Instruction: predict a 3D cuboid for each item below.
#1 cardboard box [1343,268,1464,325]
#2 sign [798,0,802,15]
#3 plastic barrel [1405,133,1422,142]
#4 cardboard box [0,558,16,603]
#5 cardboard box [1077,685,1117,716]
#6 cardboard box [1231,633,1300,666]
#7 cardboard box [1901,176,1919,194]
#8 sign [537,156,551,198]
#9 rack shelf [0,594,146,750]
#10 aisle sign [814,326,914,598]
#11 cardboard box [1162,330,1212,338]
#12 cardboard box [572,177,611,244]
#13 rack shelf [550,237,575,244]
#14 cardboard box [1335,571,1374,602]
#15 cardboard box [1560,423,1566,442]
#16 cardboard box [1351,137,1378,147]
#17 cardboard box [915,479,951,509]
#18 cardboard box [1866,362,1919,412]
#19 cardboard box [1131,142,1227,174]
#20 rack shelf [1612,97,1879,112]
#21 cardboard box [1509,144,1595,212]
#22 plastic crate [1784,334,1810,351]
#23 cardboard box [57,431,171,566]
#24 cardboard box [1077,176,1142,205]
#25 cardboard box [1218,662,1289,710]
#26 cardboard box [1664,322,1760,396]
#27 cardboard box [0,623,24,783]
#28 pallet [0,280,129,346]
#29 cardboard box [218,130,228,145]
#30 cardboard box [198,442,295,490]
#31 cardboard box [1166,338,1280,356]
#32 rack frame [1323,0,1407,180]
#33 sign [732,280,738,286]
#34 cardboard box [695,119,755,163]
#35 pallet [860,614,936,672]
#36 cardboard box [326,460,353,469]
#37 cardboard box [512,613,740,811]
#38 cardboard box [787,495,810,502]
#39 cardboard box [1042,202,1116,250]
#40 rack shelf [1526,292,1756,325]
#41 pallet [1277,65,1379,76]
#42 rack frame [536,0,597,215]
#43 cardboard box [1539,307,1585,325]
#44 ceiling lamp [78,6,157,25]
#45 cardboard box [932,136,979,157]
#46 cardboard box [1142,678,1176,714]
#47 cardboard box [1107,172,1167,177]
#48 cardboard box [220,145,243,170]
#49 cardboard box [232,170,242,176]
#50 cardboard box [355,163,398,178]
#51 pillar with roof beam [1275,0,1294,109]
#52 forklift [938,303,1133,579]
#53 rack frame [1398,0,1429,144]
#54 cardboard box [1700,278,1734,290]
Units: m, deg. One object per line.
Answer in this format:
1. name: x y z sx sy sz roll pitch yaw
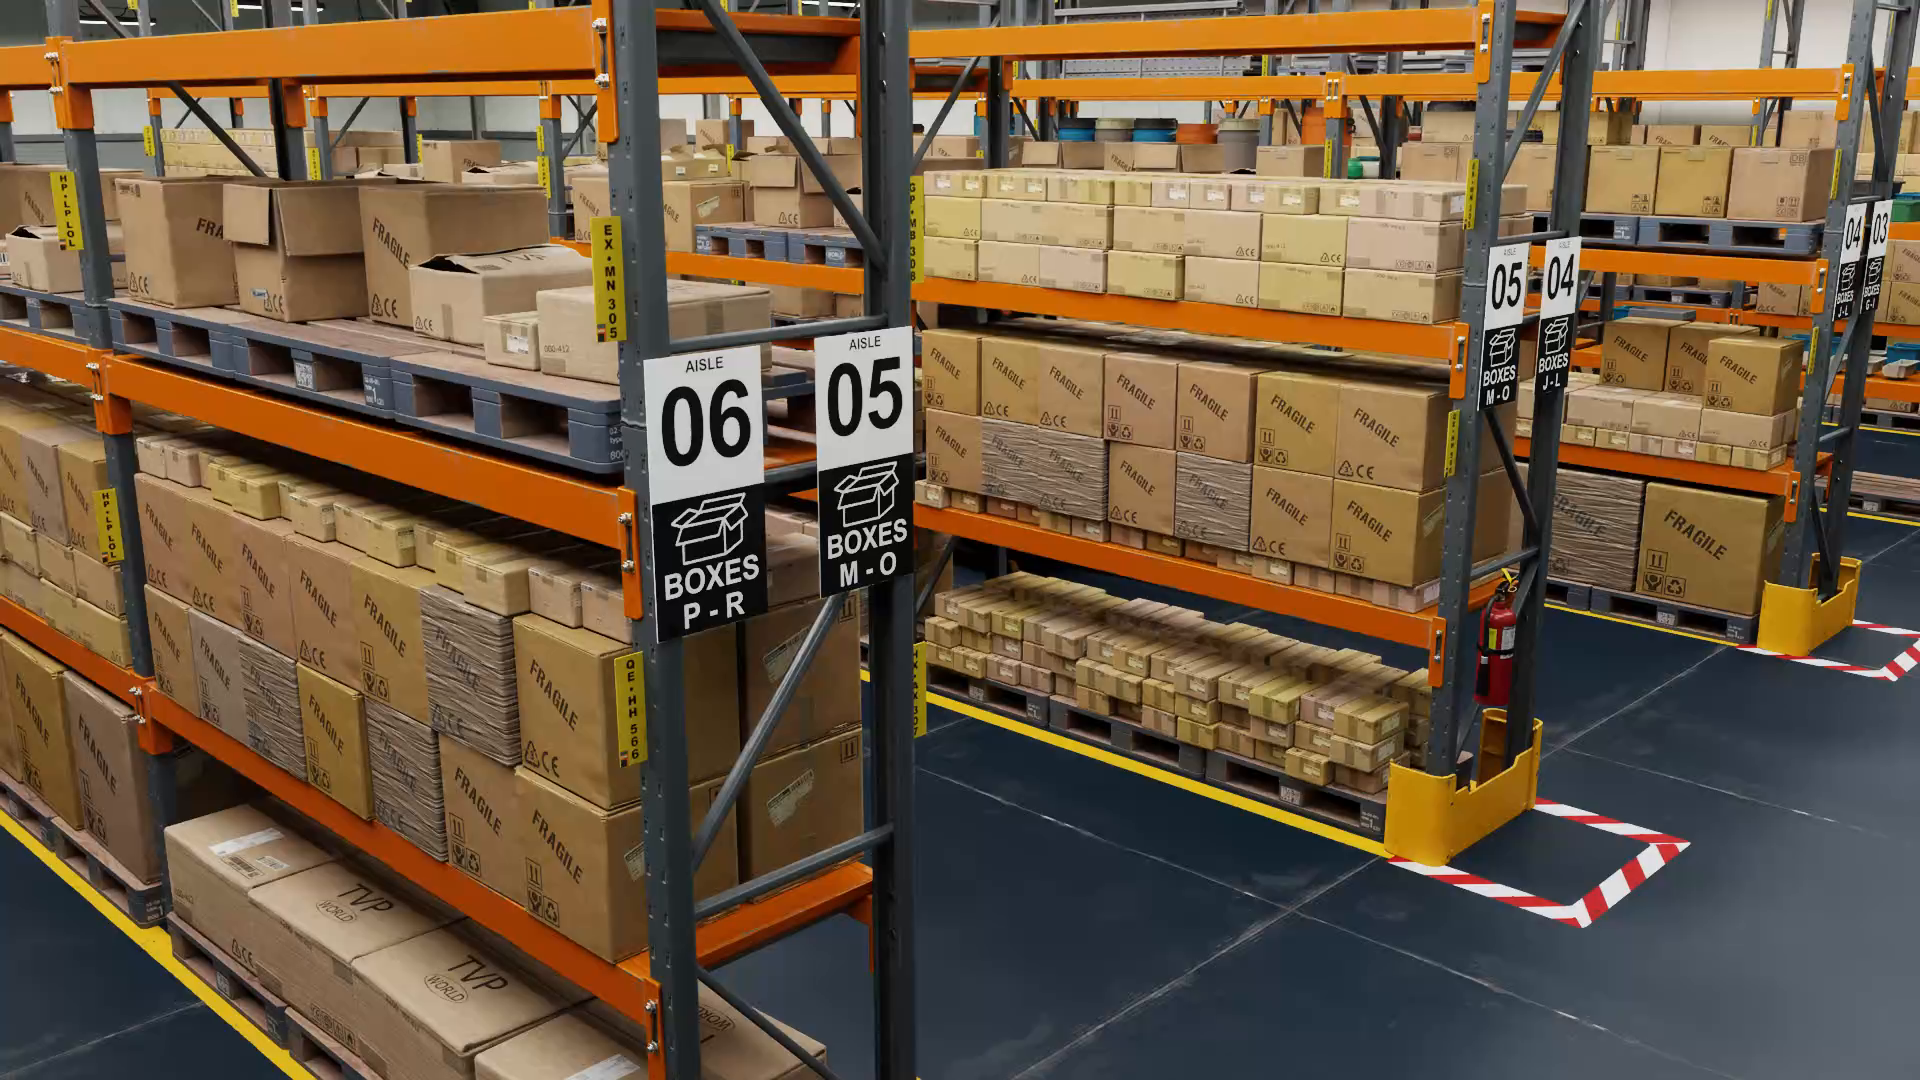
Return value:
1. cardboard box: 2.314 -1.268 8.518 0.500 0.250 0.500 13 20 41
2. sign: -1.917 -6.374 19.699 0.005 0.325 0.100 14 20 42
3. plastic barrel: 5.400 -4.477 19.433 0.433 0.535 0.433 0 15 0
4. cardboard box: -5.006 0.127 9.110 0.500 0.250 0.500 14 20 42
5. cardboard box: 0.947 0.960 10.437 0.250 0.149 0.380 13 19 41
6. cardboard box: 1.880 0.705 10.237 0.380 0.149 0.250 -14 20 -42
7. cardboard box: 11.596 -4.224 19.861 0.500 0.250 0.500 14 20 42
8. sign: -3.325 -2.899 13.295 0.005 0.325 0.100 14 20 42
9. rack shelf: -4.857 0.356 9.360 4.000 0.370 1.077 14 20 42
10. aisle sign: -0.285 -0.240 5.065 0.004 0.787 0.394 14 20 42
11. cardboard box: 2.202 -1.699 15.624 0.500 0.500 0.500 13 20 42
12. cardboard box: -2.708 -2.610 13.169 0.500 0.500 0.500 14 20 42
13. rack shelf: -4.374 -2.711 15.185 4.000 0.370 1.077 14 20 42
14. cardboard box: 2.241 0.208 9.003 0.250 0.149 0.380 14 20 42
15. cardboard box: 4.755 -0.889 13.211 0.380 0.149 0.250 -14 20 -43
16. cardboard box: 7.479 -7.091 30.330 0.500 0.500 0.500 -14 20 -43
17. cardboard box: -0.078 -0.327 11.056 0.380 0.149 0.250 -14 20 -42
18. cardboard box: 11.696 -1.915 20.729 0.637 0.503 0.797 14 20 42
19. cardboard box: 2.067 -3.492 15.715 0.637 0.503 0.797 13 20 41
20. rack shelf: 12.336 -6.849 25.910 4.000 0.370 1.077 14 20 42
21. cardboard box: 4.728 -2.854 13.075 0.700 0.500 0.500 -13 20 -42
22. plastic crate: 8.665 -1.973 17.088 0.300 0.233 0.416 14 20 42
23. cardboard box: -3.914 -0.207 7.913 0.500 0.500 0.500 -14 20 -42
24. cardboard box: 0.900 -2.038 9.689 0.380 0.149 0.250 -13 20 -41
25. cardboard box: 1.710 0.850 9.679 0.250 0.149 0.380 13 19 40
26. cardboard box: 5.822 -1.395 12.876 0.500 0.500 0.500 13 19 41
27. cardboard box: -5.218 0.776 9.704 0.875 0.875 0.875 14 20 43
28. pallet: -4.112 -1.152 8.154 1.217 0.209 0.805 13 19 40
29. cardboard box: -7.575 -4.242 17.518 0.250 0.149 0.380 14 20 43
30. cardboard box: -2.961 -0.307 7.010 0.250 0.149 0.380 13 20 42
31. cardboard box: 1.590 -0.932 10.105 0.500 0.500 0.500 13 19 40
32. rack frame: 3.461 -4.344 14.073 0.127 3.000 1.000 14 20 42
33. sign: -2.669 -3.160 19.711 0.005 0.325 0.100 14 20 42
34. cardboard box: -2.799 -4.759 19.836 0.500 0.500 0.500 13 19 41
35. pallet: -0.616 0.655 12.316 1.213 0.211 1.003 14 20 42
36. cardboard box: -2.493 -0.339 7.136 0.250 0.149 0.380 13 20 42
37. cardboard box: -1.050 0.485 5.259 0.500 0.500 0.500 -14 20 -42
38. cardboard box: -1.152 -0.275 12.992 0.500 0.250 0.500 -14 20 -42
39. cardboard box: 0.833 -1.872 9.844 0.500 0.250 0.500 -14 20 -43
40. rack shelf: 8.900 -3.240 23.162 4.000 0.370 1.077 14 20 42
41. pallet: 4.517 -5.526 19.779 1.003 0.211 1.213 14 20 42
42. rack frame: -2.934 -4.161 13.373 0.127 3.000 1.000 14 20 42
43. cardboard box: 10.341 -3.958 28.575 0.500 0.500 0.700 14 20 43
44. ceiling lamp: -21.111 -14.342 40.868 0.800 3.185 2.000 14 20 42
45. cardboard box: 0.064 -3.921 17.209 0.500 0.500 0.500 -14 20 -43
46. cardboard box: 1.318 0.907 10.052 0.380 0.149 0.250 -13 20 -41
47. cardboard box: 1.117 -2.186 10.256 0.250 0.149 0.380 13 19 40
48. cardboard box: -7.433 -4.037 17.521 0.500 0.250 0.500 14 20 42
49. cardboard box: -7.397 -3.812 17.450 0.250 0.149 0.380 14 20 42
50. cardboard box: -5.552 -3.445 15.810 0.396 0.266 0.258 13 20 41
51. pillar with roof beam: 3.253 -8.394 29.619 0.400 9.000 9.100 14 20 42
52. forklift: 0.587 -1.238 14.188 1.130 2.935 3.031 -13 20 -41
53. rack frame: 8.016 -8.441 29.798 0.127 3.000 1.000 14 20 42
54. cardboard box: 10.154 -3.613 22.137 0.500 0.500 0.700 7 16 24
